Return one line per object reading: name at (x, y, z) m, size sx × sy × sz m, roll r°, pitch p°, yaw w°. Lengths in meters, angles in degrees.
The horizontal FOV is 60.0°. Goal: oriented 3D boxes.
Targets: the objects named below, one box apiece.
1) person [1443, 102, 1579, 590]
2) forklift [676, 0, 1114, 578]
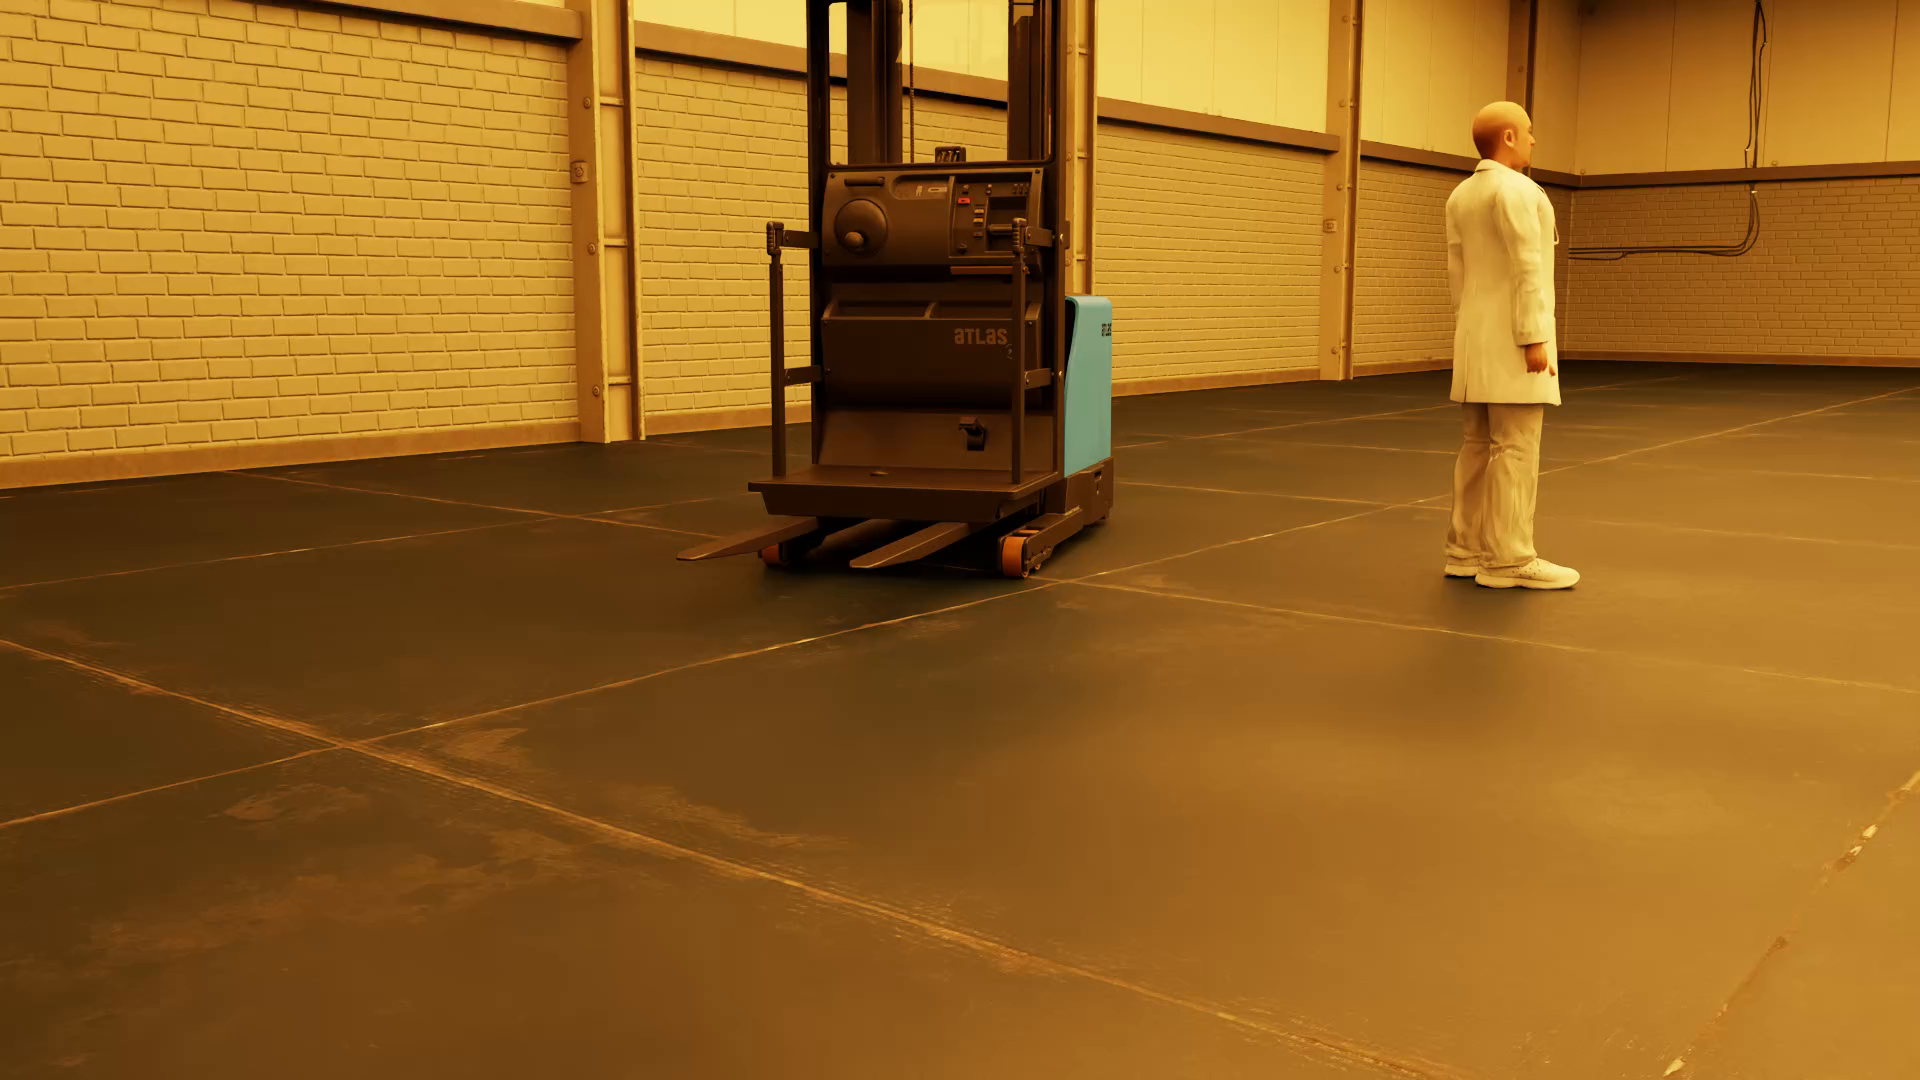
person at (2.069, -0.728, 6.235) m, size 0.399 × 1.781 × 0.548 m, roll -2°, pitch 8°, yaw -11°
forklift at (-0.176, -1.366, 6.616) m, size 1.130 × 2.935 × 3.031 m, roll 3°, pitch 9°, yaw 17°
